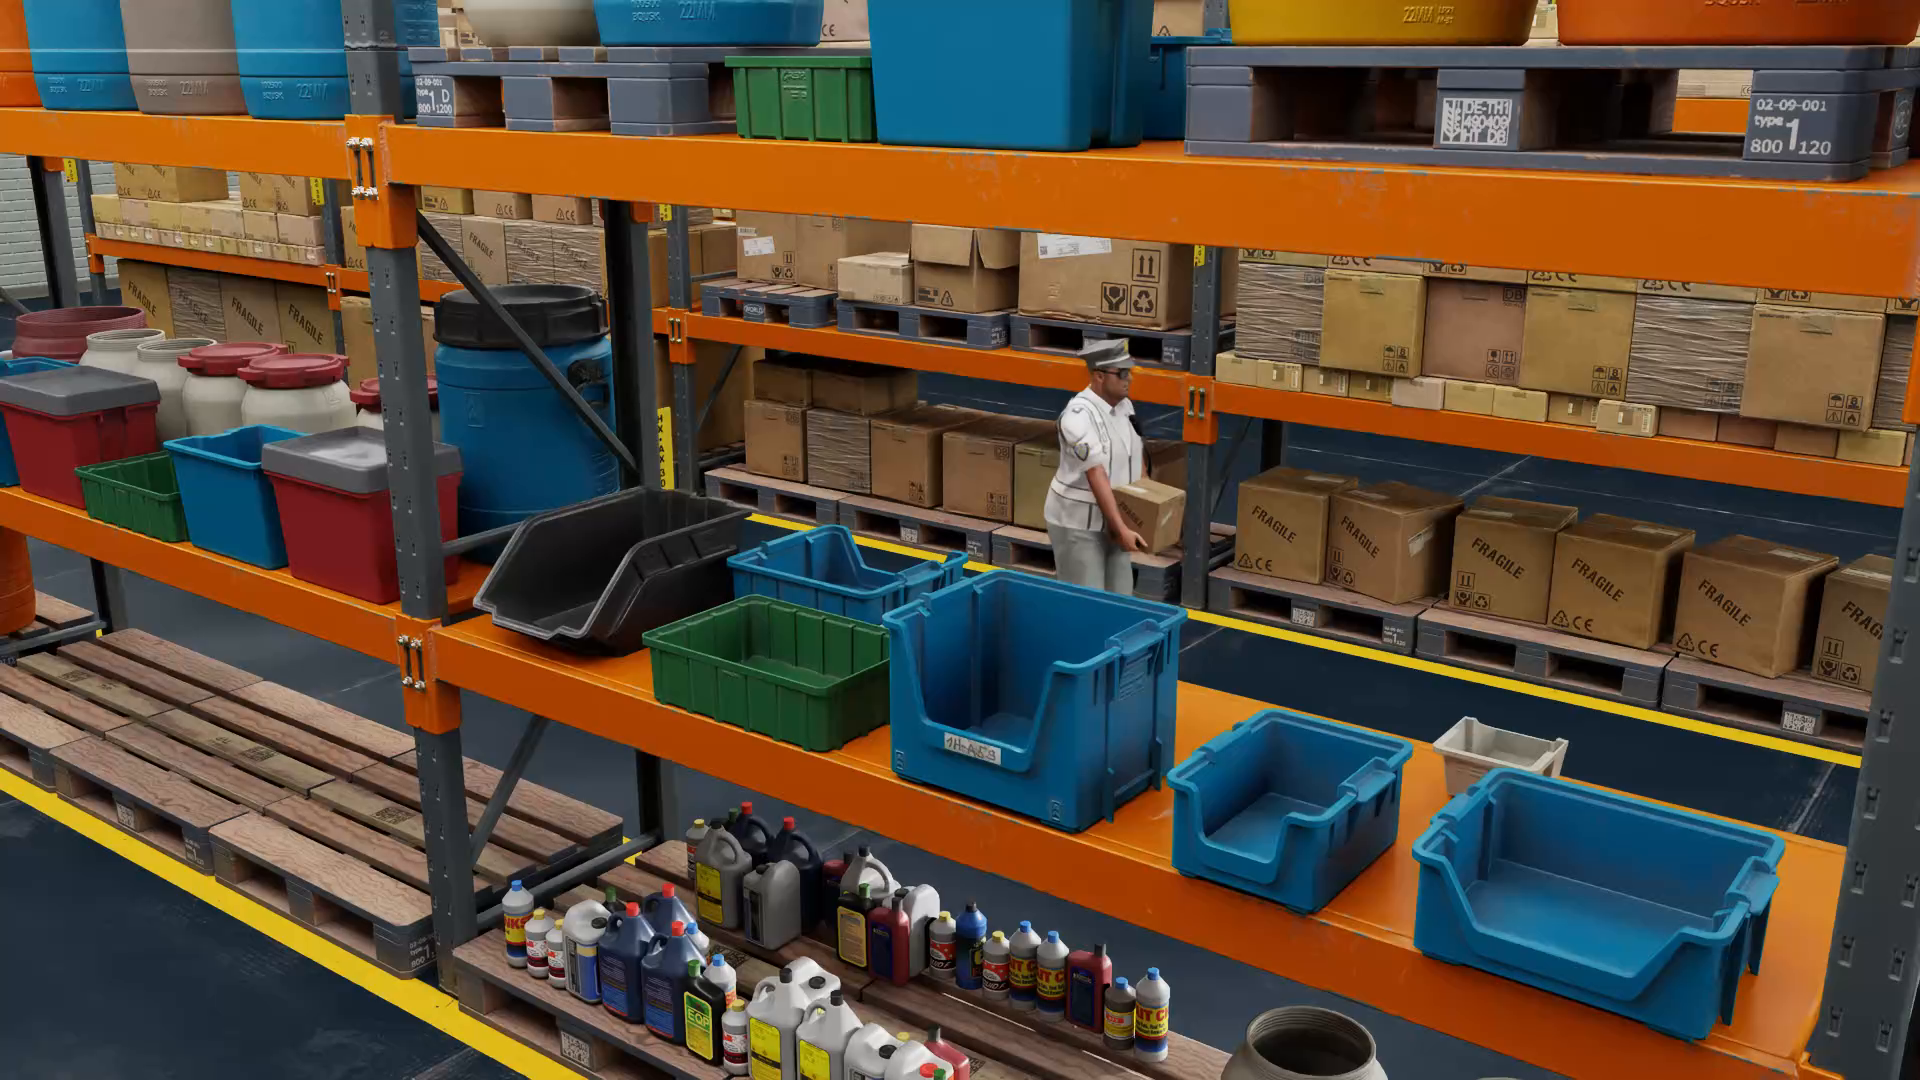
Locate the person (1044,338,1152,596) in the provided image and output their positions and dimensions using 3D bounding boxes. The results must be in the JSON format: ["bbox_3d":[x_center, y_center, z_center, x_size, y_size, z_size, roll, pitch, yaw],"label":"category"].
[{"bbox_3d":[0.697,-0.069,7.753,0.576,1.764,0.490,11,20,34],"label":"person"}]
